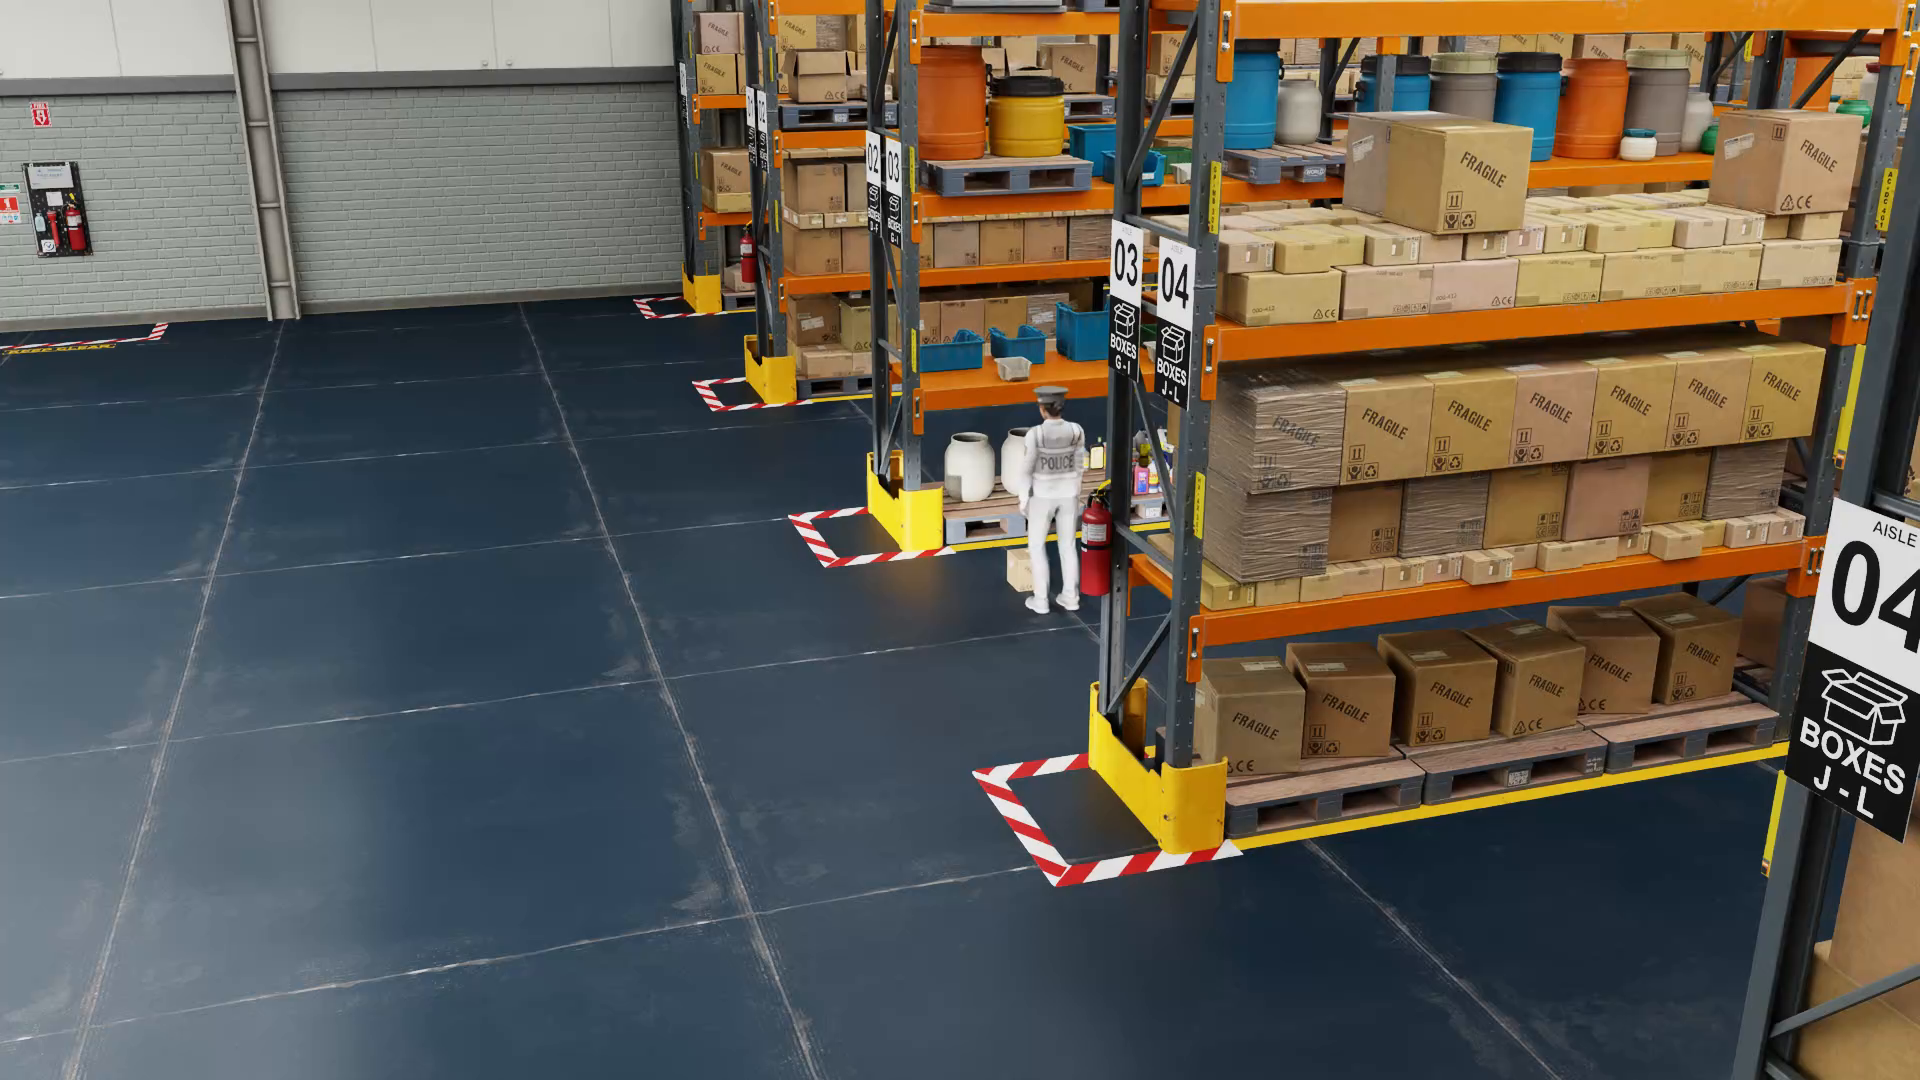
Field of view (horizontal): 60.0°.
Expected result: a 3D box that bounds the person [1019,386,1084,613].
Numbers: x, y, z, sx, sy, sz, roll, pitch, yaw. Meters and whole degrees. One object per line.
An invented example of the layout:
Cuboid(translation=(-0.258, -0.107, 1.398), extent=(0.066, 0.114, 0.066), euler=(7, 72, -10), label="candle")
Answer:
Cuboid(translation=(0.647, -0.279, 11.898), extent=(0.475, 1.650, 0.321), euler=(-6, 20, -16), label="person")
